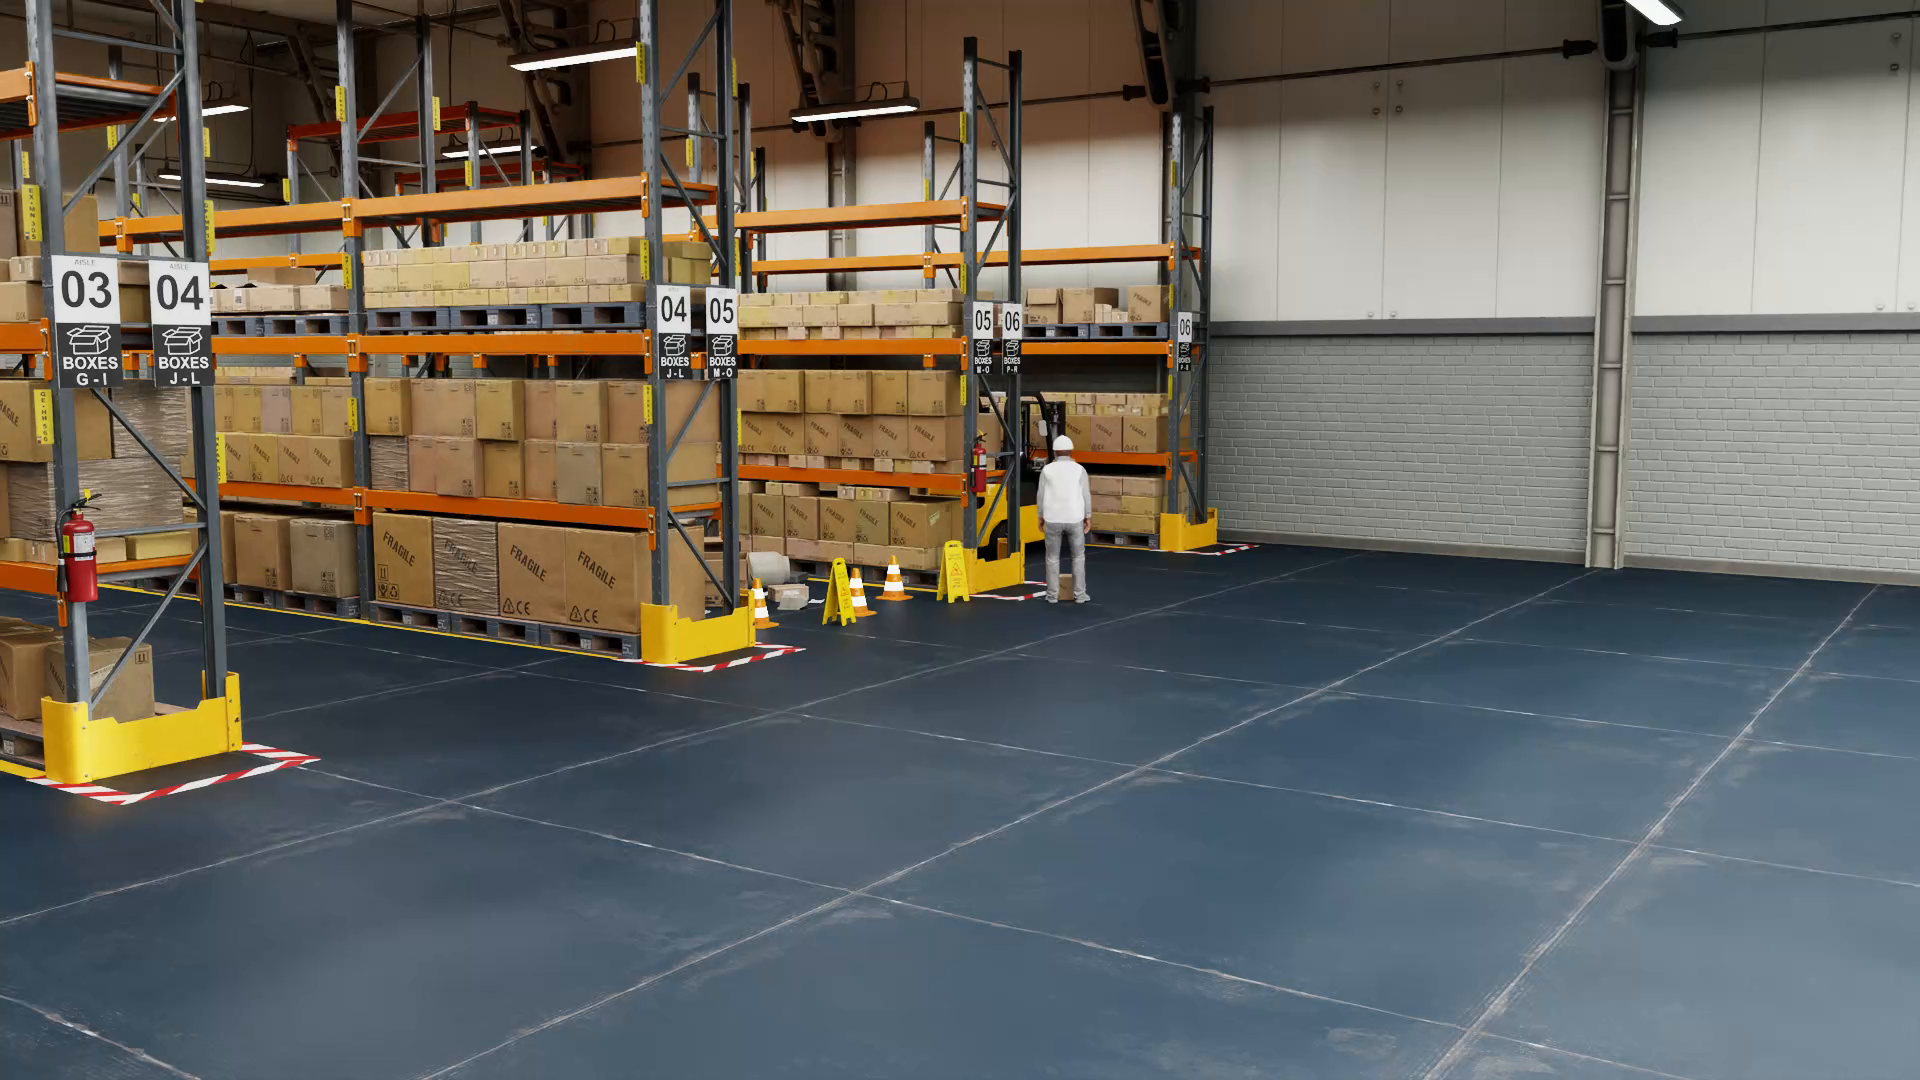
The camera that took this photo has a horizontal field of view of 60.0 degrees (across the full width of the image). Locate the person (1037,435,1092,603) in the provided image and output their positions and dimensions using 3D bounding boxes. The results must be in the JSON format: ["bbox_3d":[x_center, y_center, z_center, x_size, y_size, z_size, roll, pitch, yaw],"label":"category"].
[{"bbox_3d":[1.106,-0.221,17.665,0.581,1.771,0.464,1,6,6],"label":"person"}]
